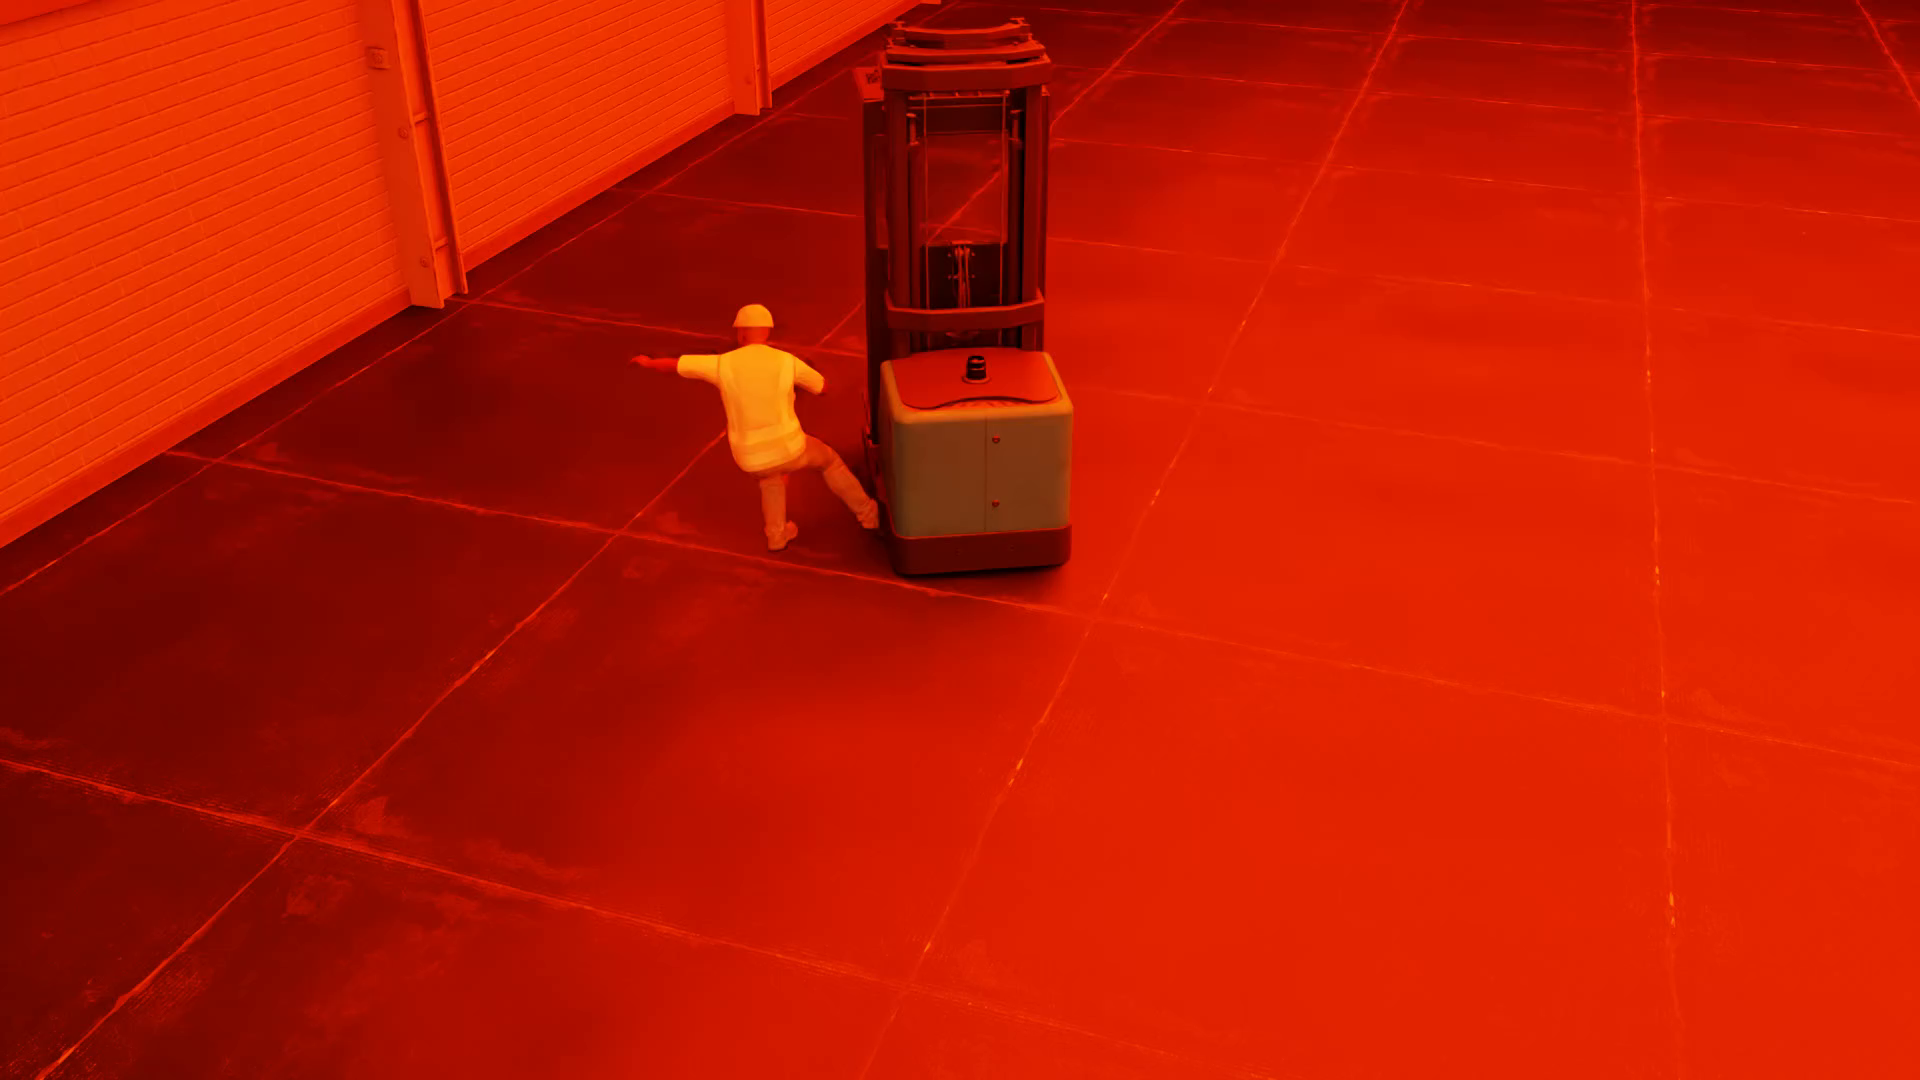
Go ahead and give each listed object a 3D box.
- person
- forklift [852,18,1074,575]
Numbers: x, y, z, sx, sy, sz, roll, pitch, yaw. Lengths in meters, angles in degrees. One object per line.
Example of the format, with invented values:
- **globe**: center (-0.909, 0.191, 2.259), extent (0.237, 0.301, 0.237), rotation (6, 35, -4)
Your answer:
- **person**: center (-1.120, -0.684, 9.796), extent (1.574, 1.475, 0.798), rotation (-5, 30, -8)
- **forklift**: center (-0.058, -1.782, 10.262), extent (1.130, 2.935, 3.031), rotation (-4, 30, -7)
